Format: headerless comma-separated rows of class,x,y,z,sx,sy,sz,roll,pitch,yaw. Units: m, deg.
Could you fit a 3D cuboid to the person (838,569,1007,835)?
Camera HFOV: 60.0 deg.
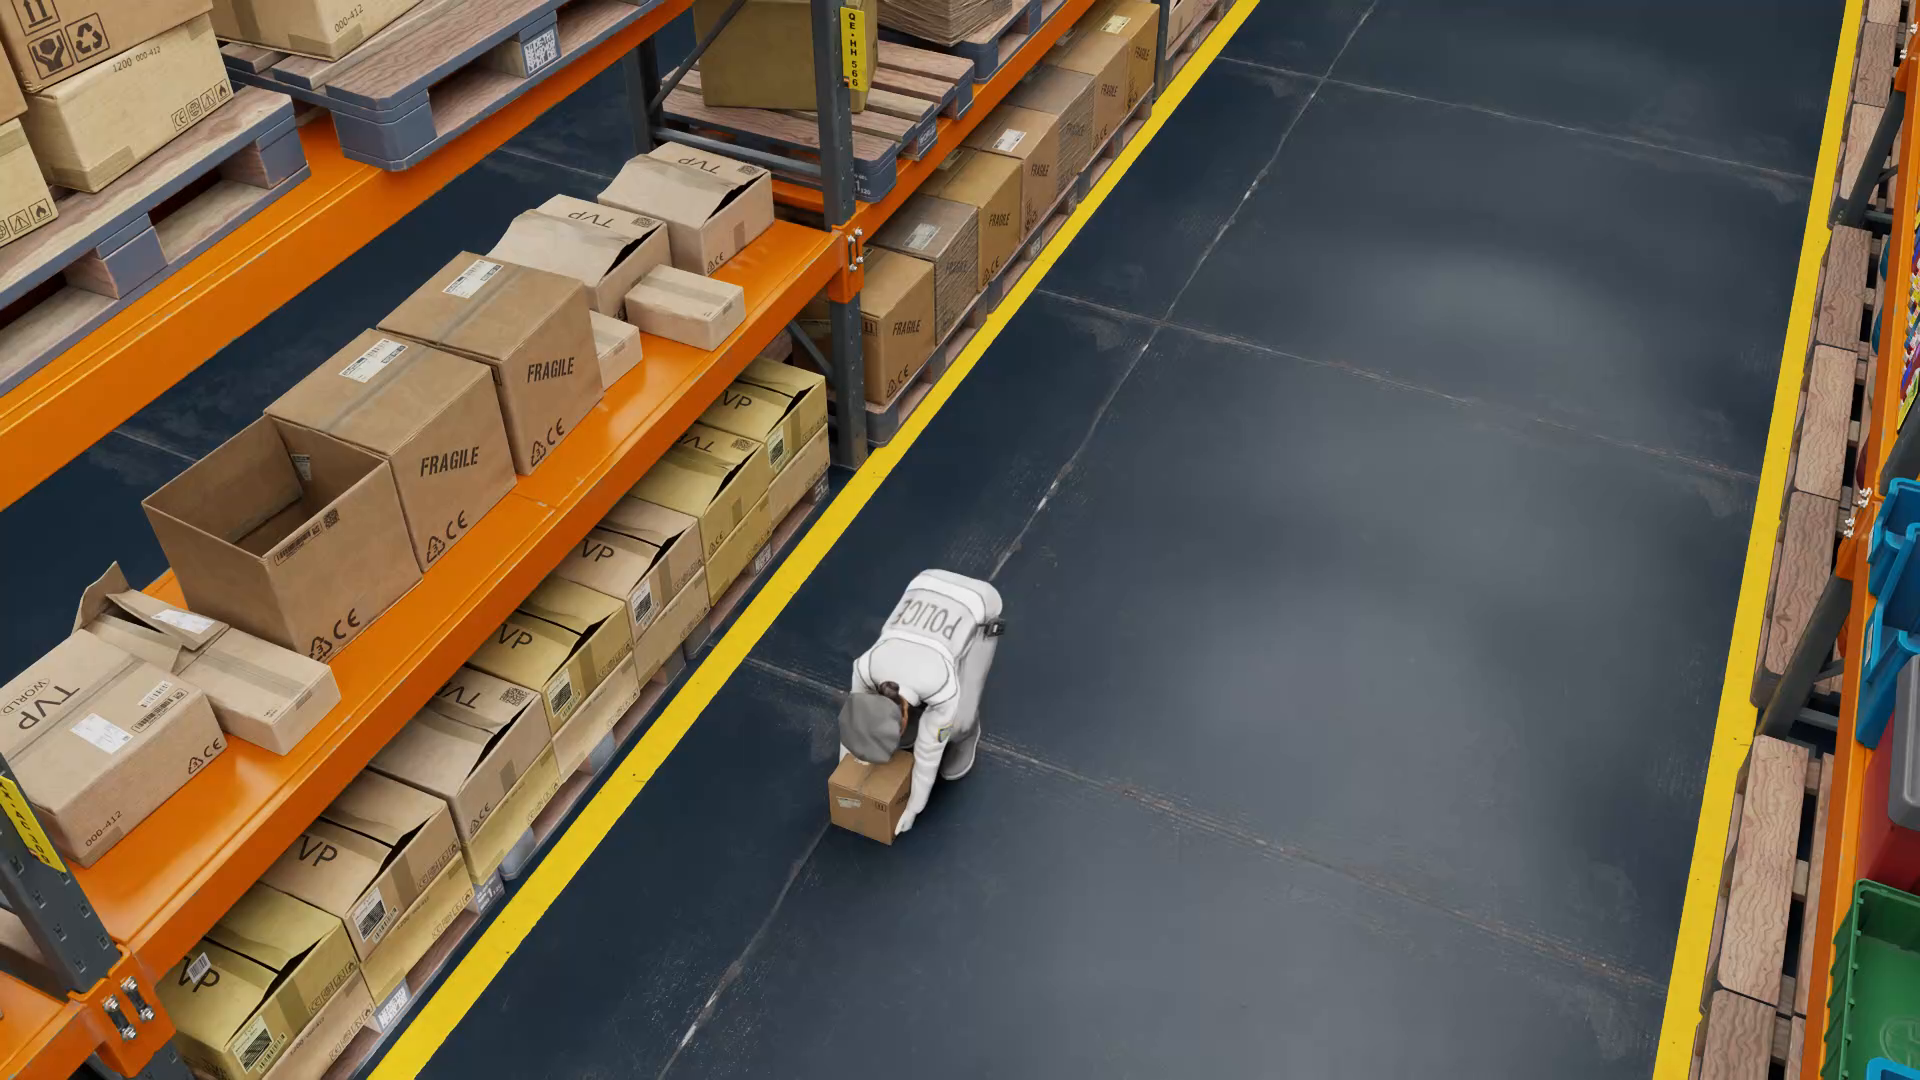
person,-0.153,0.604,6.190,0.472,0.762,0.914,16,45,17
